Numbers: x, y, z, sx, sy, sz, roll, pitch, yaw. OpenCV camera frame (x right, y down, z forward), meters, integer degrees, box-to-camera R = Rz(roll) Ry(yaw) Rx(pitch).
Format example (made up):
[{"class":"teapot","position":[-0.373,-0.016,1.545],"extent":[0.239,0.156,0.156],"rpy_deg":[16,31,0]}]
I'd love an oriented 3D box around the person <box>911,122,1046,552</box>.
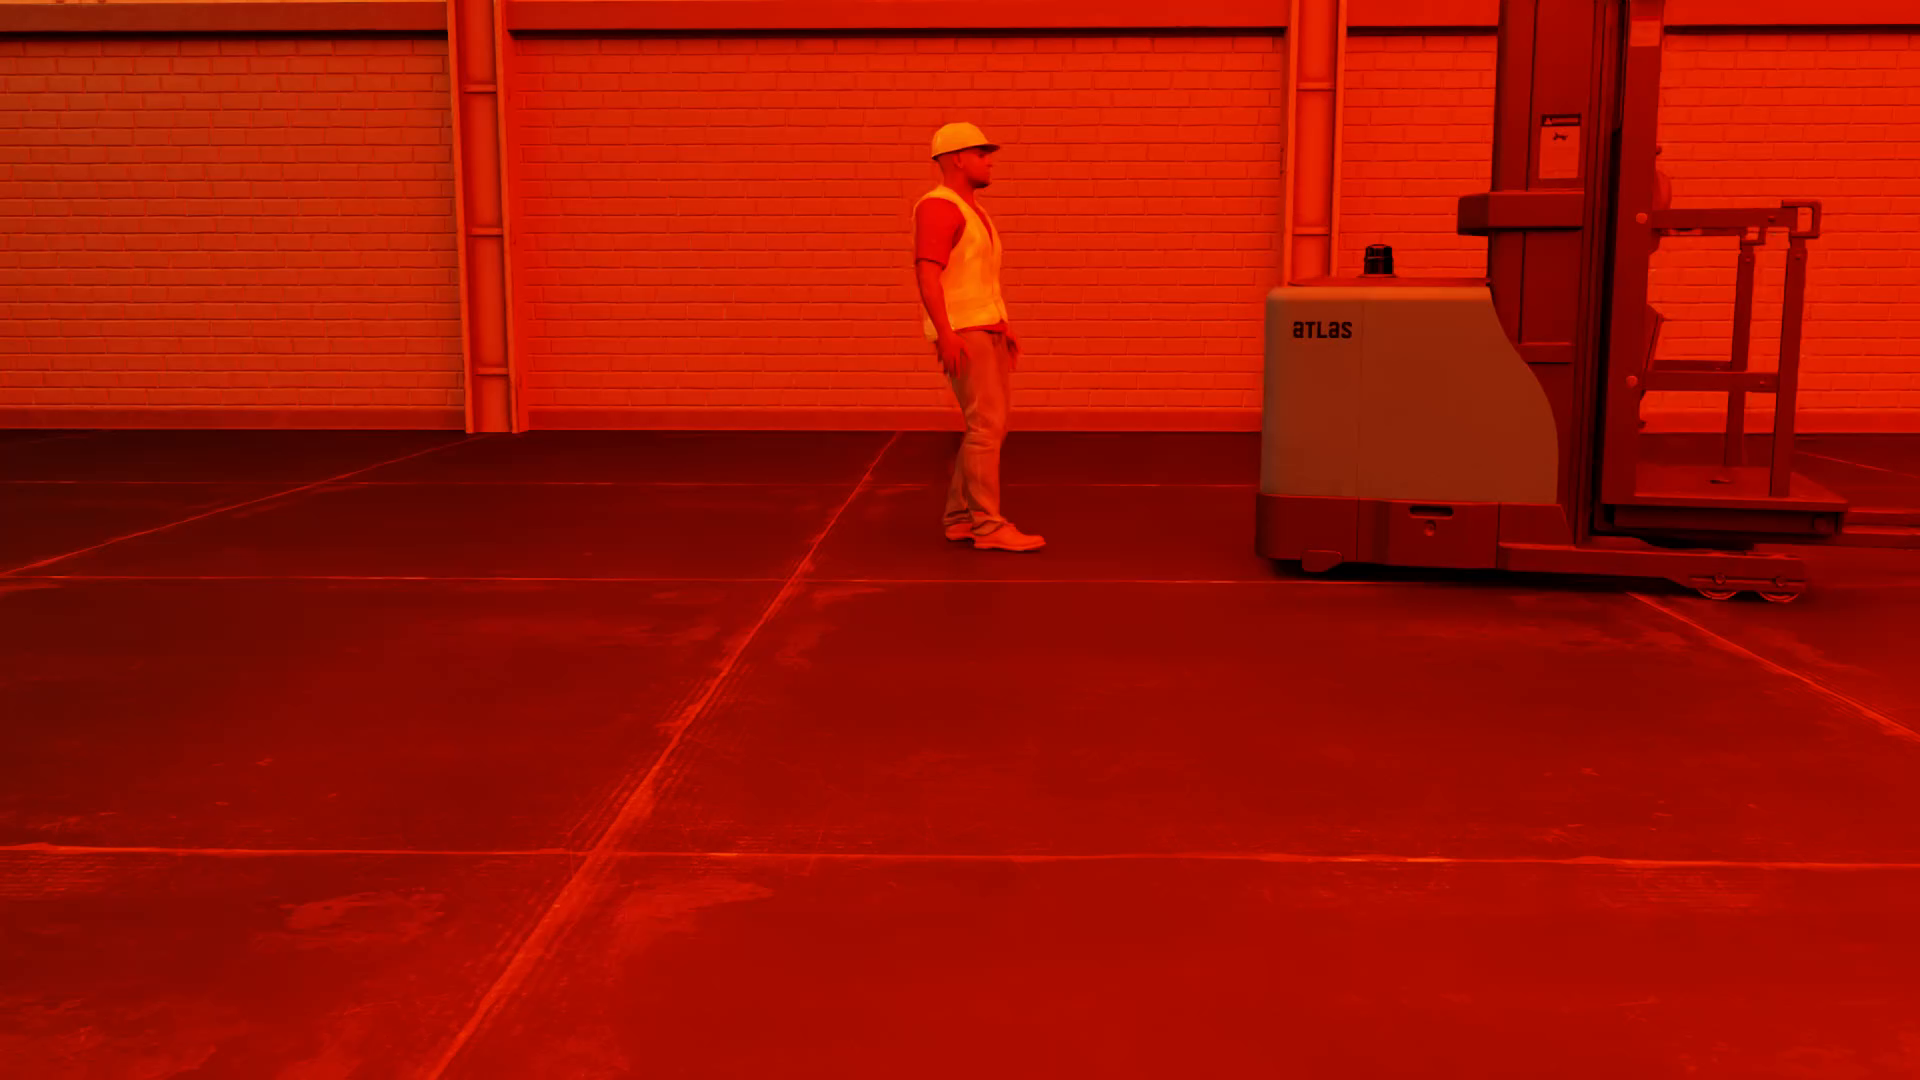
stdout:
[{"class":"person","position":[0.127,-0.857,6.966],"extent":[0.614,1.753,0.689],"rpy_deg":[3,9,19]}]

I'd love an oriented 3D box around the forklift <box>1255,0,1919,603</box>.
[{"class":"forklift","position":[2.690,-1.322,6.075],"extent":[3.031,2.935,1.130],"rpy_deg":[3,9,16]}]
